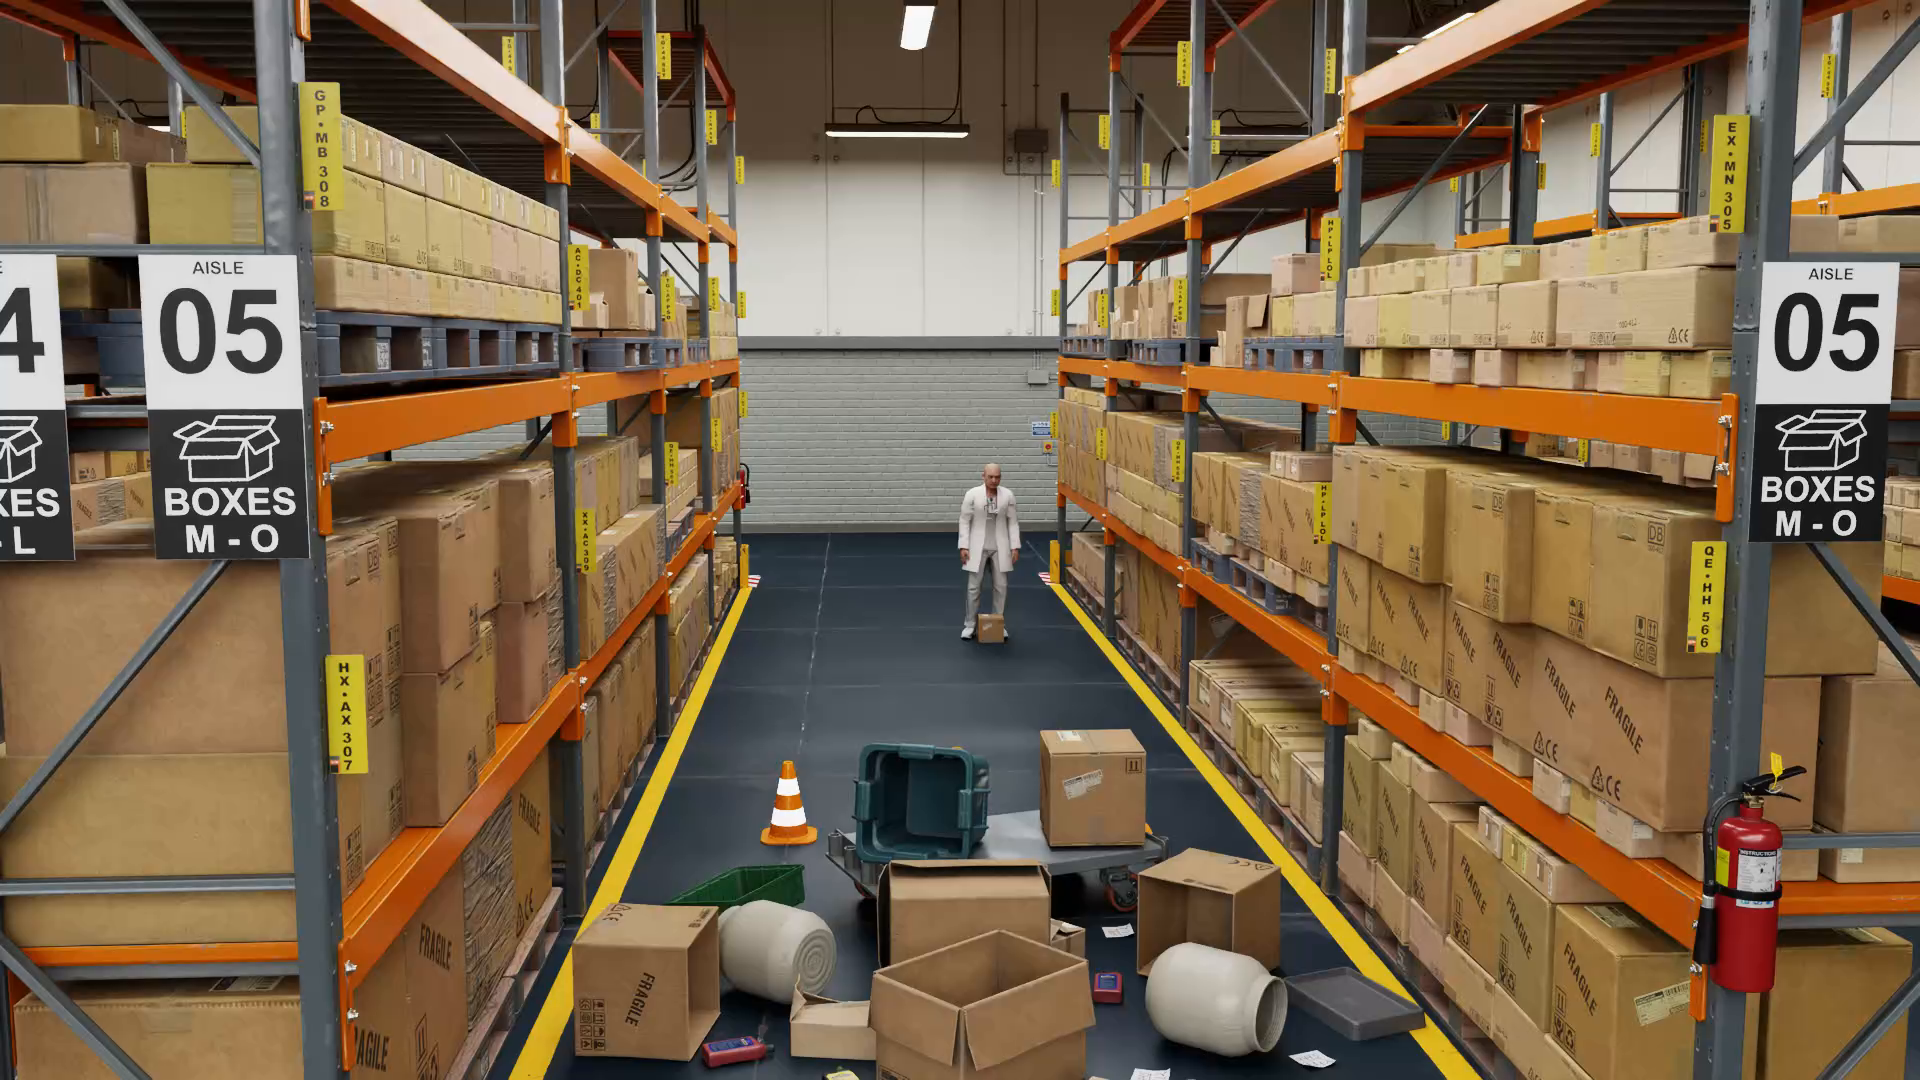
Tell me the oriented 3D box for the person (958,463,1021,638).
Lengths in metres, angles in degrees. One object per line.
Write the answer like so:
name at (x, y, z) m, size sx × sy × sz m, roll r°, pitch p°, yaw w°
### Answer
person at (0.301, 0.105, 16.911) m, size 0.653 × 1.774 × 0.423 m, roll -1°, pitch 7°, yaw -7°
